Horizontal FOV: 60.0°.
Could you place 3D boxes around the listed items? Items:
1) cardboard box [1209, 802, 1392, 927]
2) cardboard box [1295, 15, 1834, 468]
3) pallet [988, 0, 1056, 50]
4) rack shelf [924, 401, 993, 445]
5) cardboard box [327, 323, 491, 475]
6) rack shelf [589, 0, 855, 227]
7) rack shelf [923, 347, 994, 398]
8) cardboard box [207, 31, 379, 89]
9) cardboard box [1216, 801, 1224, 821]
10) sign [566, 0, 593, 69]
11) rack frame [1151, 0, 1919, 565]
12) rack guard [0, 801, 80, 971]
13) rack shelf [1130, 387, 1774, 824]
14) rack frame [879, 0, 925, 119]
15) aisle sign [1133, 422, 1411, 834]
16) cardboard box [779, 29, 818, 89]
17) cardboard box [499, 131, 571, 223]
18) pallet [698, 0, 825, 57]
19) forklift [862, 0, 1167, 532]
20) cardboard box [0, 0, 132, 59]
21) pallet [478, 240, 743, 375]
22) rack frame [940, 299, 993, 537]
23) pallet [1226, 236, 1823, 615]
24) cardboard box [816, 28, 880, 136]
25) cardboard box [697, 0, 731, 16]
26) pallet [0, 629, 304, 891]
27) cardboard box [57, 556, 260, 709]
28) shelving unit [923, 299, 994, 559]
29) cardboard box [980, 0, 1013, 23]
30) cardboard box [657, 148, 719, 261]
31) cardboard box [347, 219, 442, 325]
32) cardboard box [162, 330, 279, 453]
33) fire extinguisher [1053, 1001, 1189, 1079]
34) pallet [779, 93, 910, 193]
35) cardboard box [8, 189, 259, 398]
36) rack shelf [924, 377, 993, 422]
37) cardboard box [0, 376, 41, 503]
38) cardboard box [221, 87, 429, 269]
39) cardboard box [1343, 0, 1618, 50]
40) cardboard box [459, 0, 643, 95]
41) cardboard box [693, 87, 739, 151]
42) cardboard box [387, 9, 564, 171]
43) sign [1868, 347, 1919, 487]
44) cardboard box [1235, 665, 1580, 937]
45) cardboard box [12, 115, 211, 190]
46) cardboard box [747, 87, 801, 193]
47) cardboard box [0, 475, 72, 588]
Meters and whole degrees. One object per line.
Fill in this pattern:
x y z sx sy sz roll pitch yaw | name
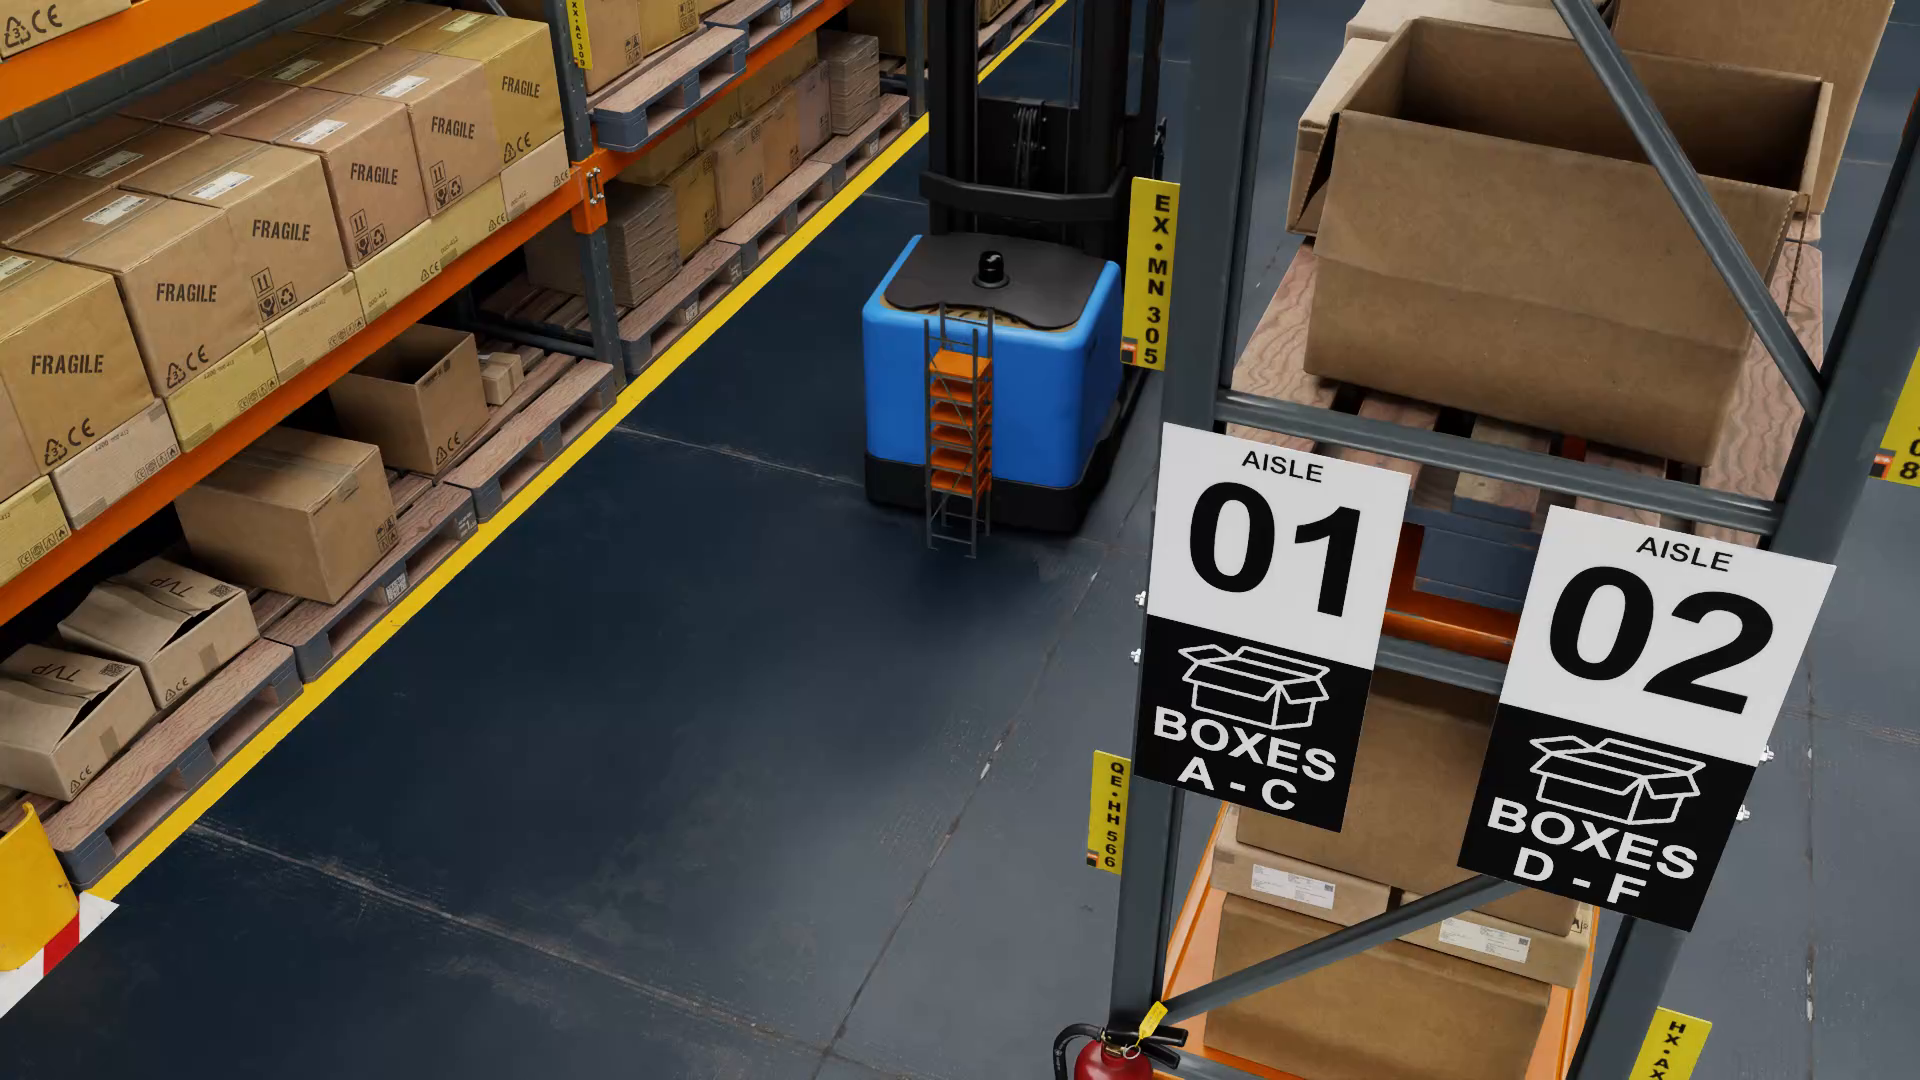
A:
0.775 0.689 3.698 0.380 0.149 0.250 13 39 17 | cardboard box
1.029 -0.541 2.908 0.797 0.503 0.637 17 40 21 | cardboard box
0.103 -4.288 13.310 1.003 0.211 1.213 14 39 18 | pallet
-0.006 -0.532 7.333 0.258 0.103 0.180 13 39 17 | rack shelf
-2.612 -0.689 7.886 0.500 0.500 0.500 11 38 14 | cardboard box
-1.494 -2.917 9.747 1.077 0.370 4.000 14 39 18 | rack shelf
-0.006 -0.725 7.190 0.258 0.103 0.180 13 39 17 | rack shelf
-2.827 -1.847 7.198 0.500 0.500 0.500 14 39 17 | cardboard box
1.102 0.955 5.287 0.500 0.500 0.500 14 39 18 | cardboard box
-1.750 -2.325 7.632 0.100 0.325 0.005 14 39 18 | sign
0.806 -1.159 1.785 1.000 3.000 0.127 14 39 18 | rack frame
-3.748 1.076 5.892 1.175 0.500 0.348 14 39 18 | rack guard
1.567 -0.777 4.379 1.077 0.370 4.000 14 39 18 | rack shelf
-0.733 -4.312 11.014 1.000 3.000 0.127 14 39 18 | rack frame
0.509 0.172 2.843 0.394 0.787 0.004 14 39 18 | aisle sign
-1.233 -3.076 10.453 0.500 0.250 0.500 15 39 19 | cardboard box
-2.154 -1.714 7.646 0.500 0.250 0.500 14 39 18 | cardboard box
-1.448 -3.130 9.592 1.003 0.211 1.213 14 39 18 | pallet
0.456 -2.097 8.107 1.130 2.935 3.031 10 38 13 | forklift
-2.987 -1.838 5.098 0.500 0.500 0.500 16 40 20 | cardboard box
-1.960 -1.412 9.463 1.003 0.211 1.213 14 39 18 | pallet
0.027 -0.523 7.447 0.240 1.200 0.006 13 39 17 | rack frame
1.099 -0.308 3.225 1.003 0.211 1.213 14 39 18 | pallet
-0.958 -3.076 11.081 0.700 0.500 0.500 14 39 18 | cardboard box
-1.588 -3.267 9.165 0.700 0.500 0.500 19 41 24 | cardboard box
-3.406 0.750 6.570 1.003 0.211 1.213 14 39 18 | pallet
-3.213 0.340 6.668 0.500 0.311 0.500 17 40 21 | cardboard box
-0.006 -0.471 7.378 0.258 1.200 0.189 13 39 17 | shelving unit
0.008 -4.480 12.683 0.750 0.750 0.750 14 39 18 | cardboard box
-1.840 -1.981 9.616 0.700 0.500 0.500 13 39 17 | cardboard box
-2.529 -1.158 6.902 0.500 0.250 0.500 14 39 17 | cardboard box
-2.913 -0.600 6.156 0.500 0.250 0.500 13 39 17 | cardboard box
0.331 1.234 3.658 0.296 0.674 0.183 14 39 18 | fire extinguisher
-1.031 -2.763 11.270 1.003 0.211 1.213 14 39 18 | pallet
-2.917 -0.883 5.908 0.500 0.500 0.500 13 39 16 | cardboard box
-0.006 -0.628 7.261 0.258 0.103 0.180 13 39 17 | rack shelf
-3.317 -0.327 5.164 0.500 0.500 0.500 14 39 18 | cardboard box
-2.535 -1.459 6.679 0.500 0.500 0.500 13 39 16 | cardboard box
1.212 -1.152 3.887 0.500 0.311 0.500 19 41 23 | cardboard box
-2.029 -2.588 8.256 0.700 0.500 0.500 14 39 18 | cardboard box
-1.631 -2.518 9.707 0.500 0.250 0.500 13 39 16 | cardboard box
-2.148 -2.013 7.421 0.500 0.500 0.500 14 39 18 | cardboard box
1.317 -0.210 2.224 0.100 0.325 0.005 14 39 18 | sign
1.016 0.399 3.543 0.700 0.500 0.500 14 39 18 | cardboard box
-3.209 -1.283 6.443 0.500 0.500 0.500 14 39 18 | cardboard box
-1.425 -2.536 10.358 0.700 0.500 0.500 14 39 18 | cardboard box
-3.297 -0.029 5.391 0.500 0.250 0.500 13 39 16 | cardboard box
